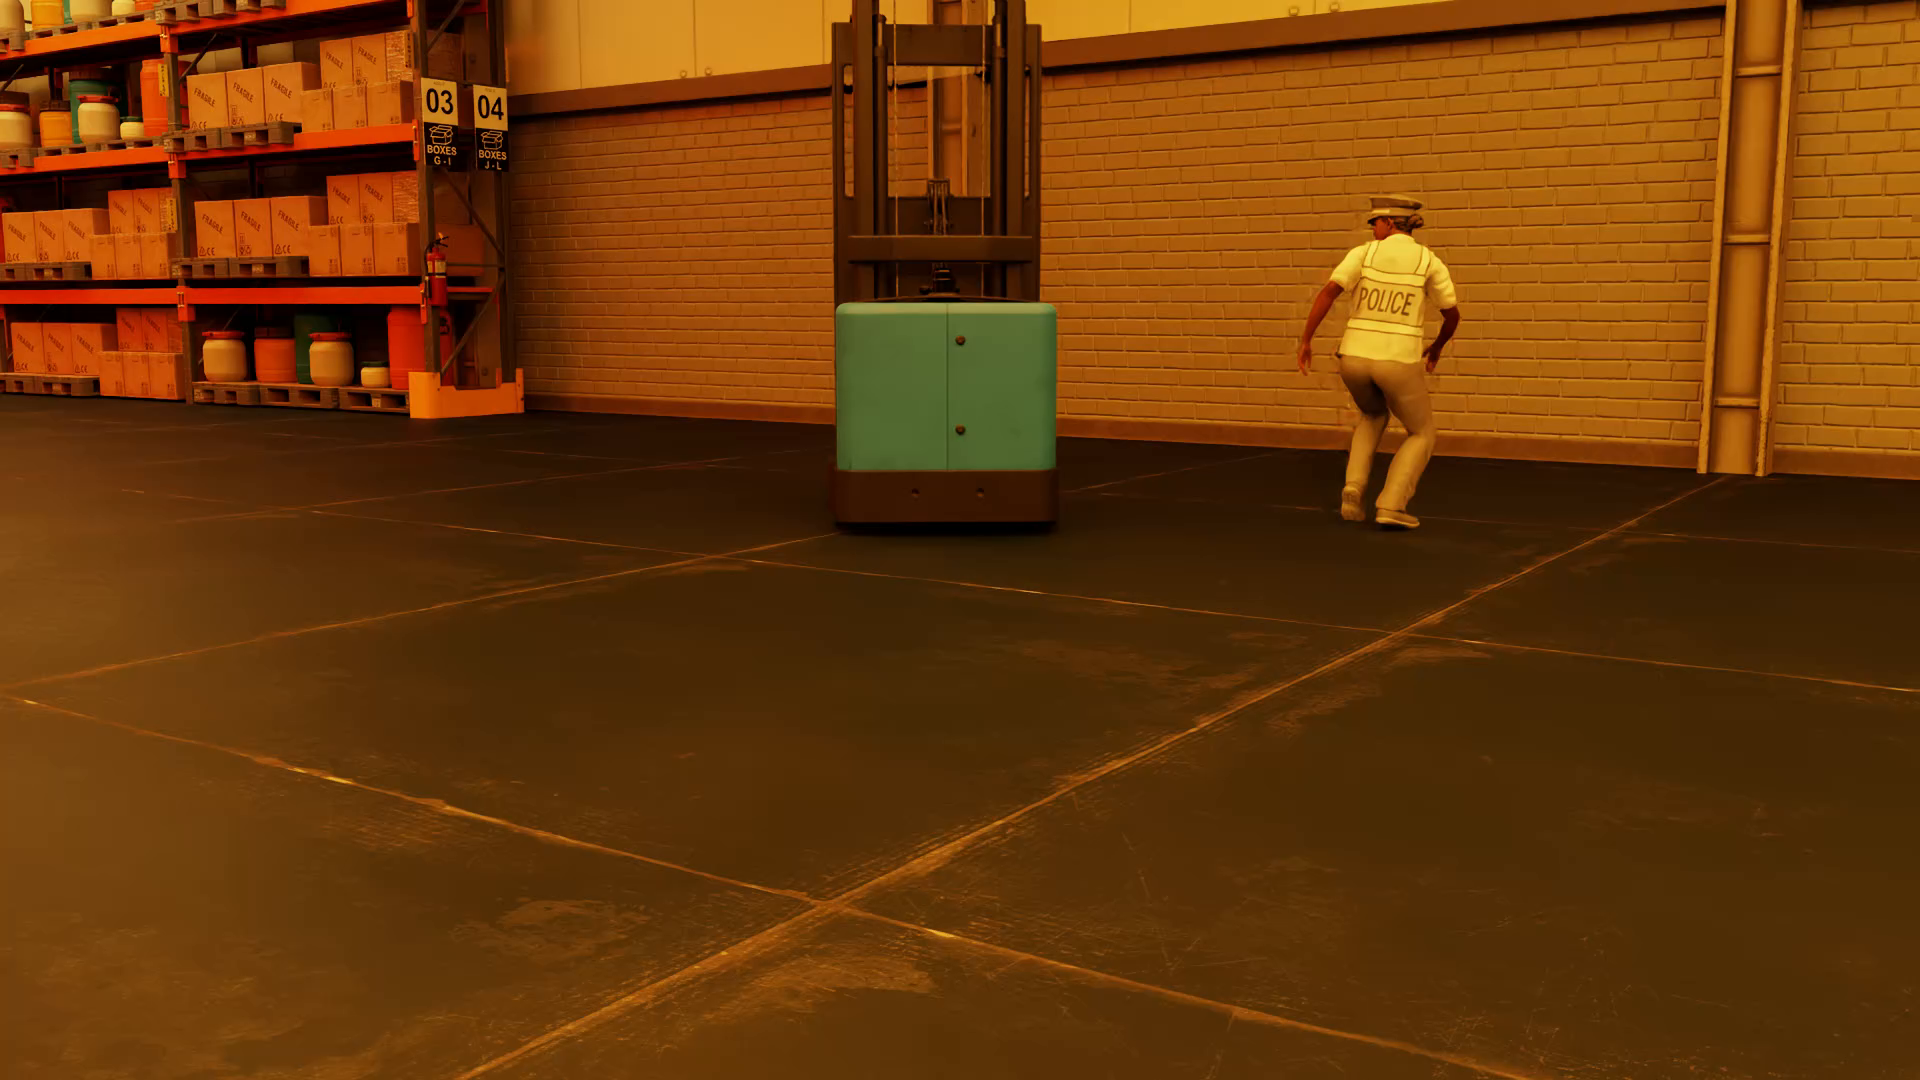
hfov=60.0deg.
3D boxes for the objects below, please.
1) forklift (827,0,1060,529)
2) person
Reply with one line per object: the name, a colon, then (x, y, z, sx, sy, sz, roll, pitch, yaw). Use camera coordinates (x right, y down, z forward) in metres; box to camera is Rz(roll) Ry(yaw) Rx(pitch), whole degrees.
forklift: (-0.135, -1.674, 8.968, 1.130, 2.935, 3.031, 0, 8, -3)
person: (2.035, -0.838, 7.977, 0.633, 1.613, 0.681, 6, 10, 35)
